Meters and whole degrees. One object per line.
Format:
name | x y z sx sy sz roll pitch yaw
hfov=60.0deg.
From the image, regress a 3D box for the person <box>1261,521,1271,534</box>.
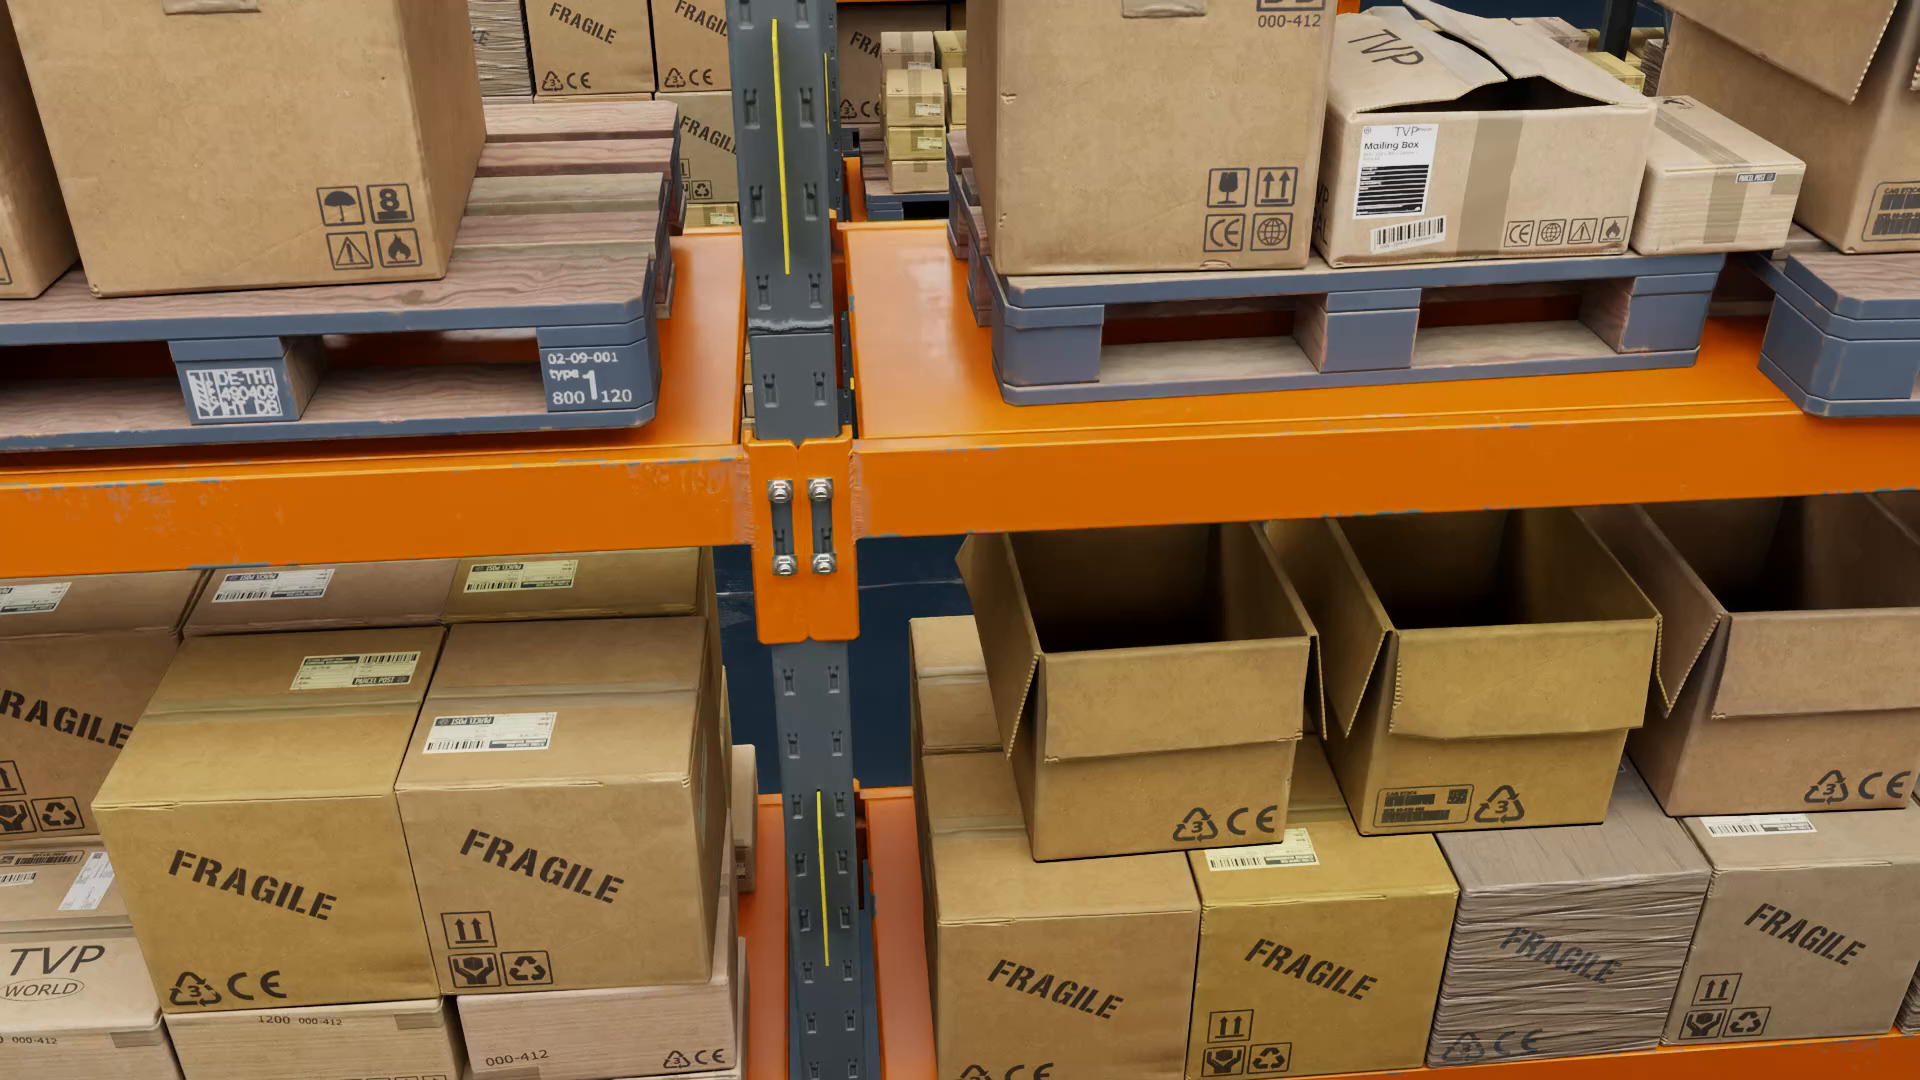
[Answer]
person | 1.276 0.390 5.532 0.774 1.629 0.467 5 32 9
